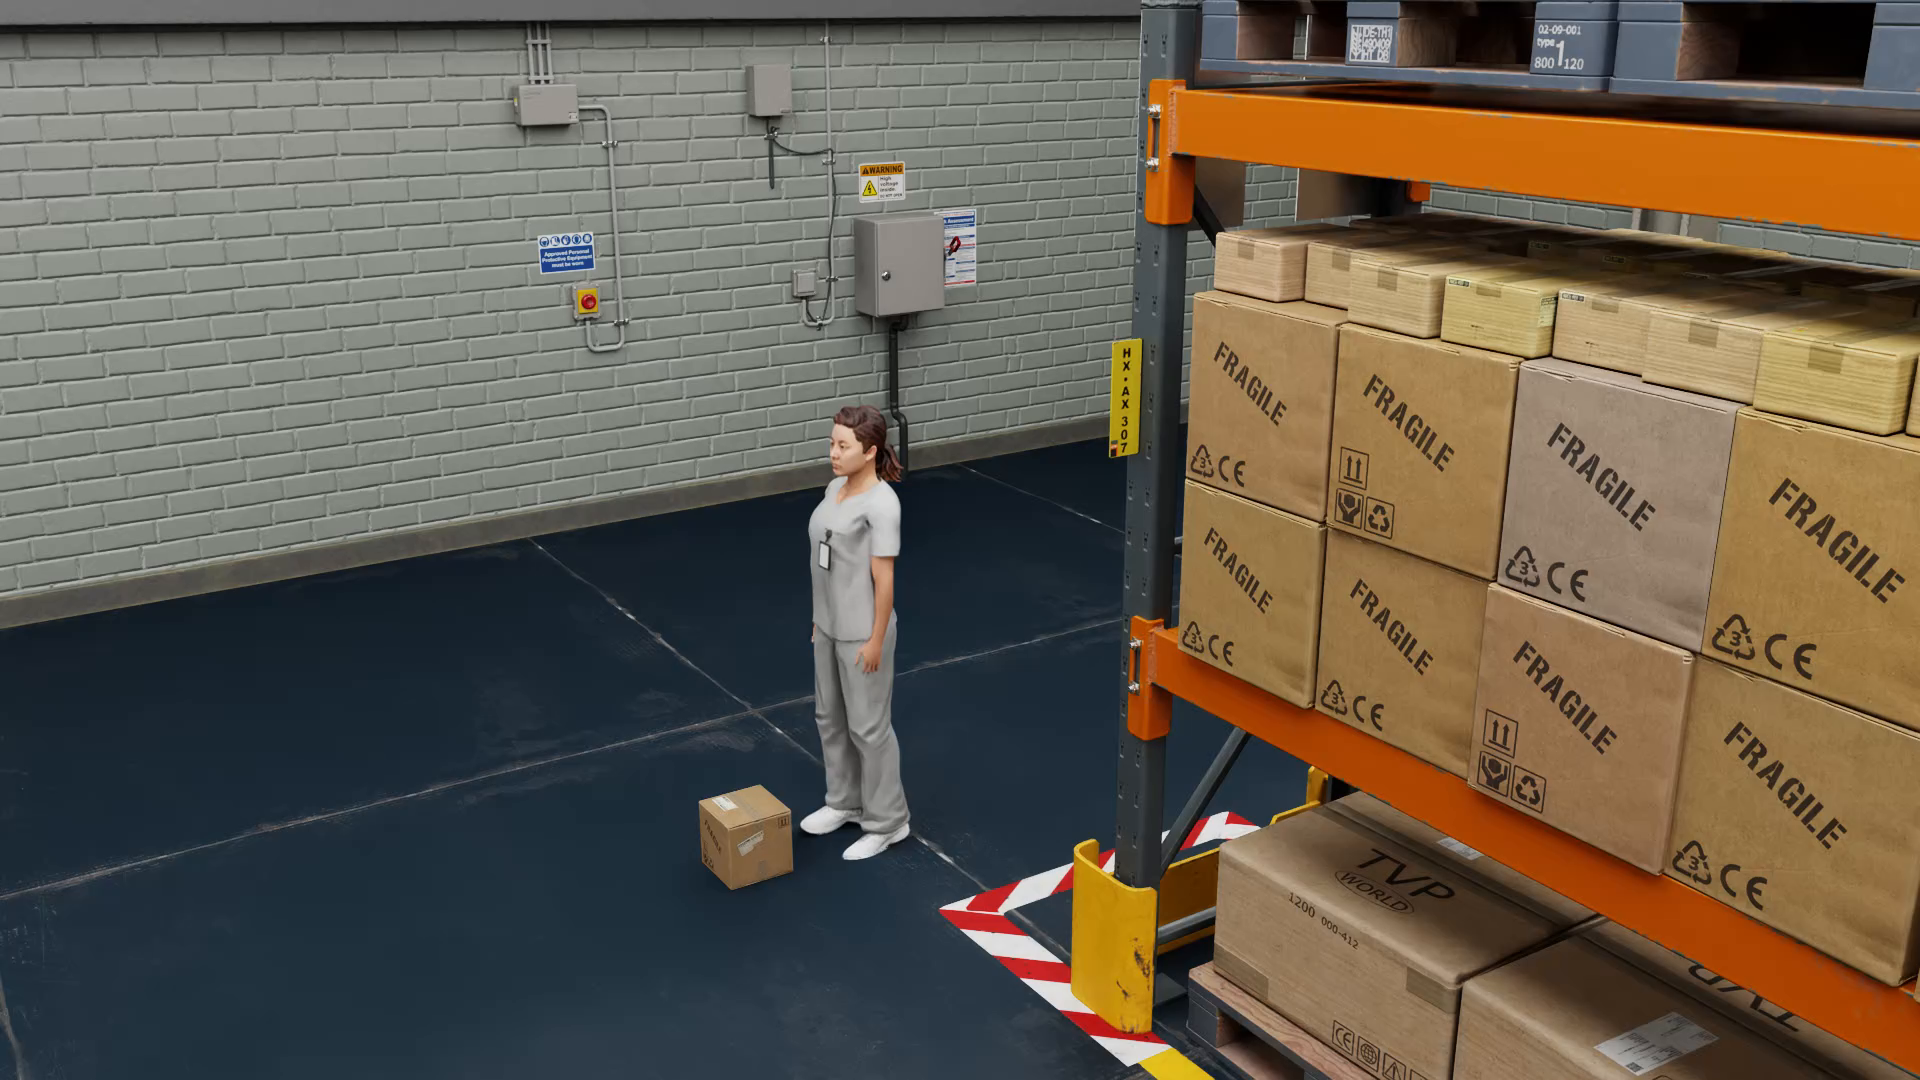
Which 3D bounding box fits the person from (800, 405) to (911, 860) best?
[{"bbox_3d":[-0.377,0.343,6.070,0.384,1.698,0.439,-11,21,-30],"label":"person"}]
